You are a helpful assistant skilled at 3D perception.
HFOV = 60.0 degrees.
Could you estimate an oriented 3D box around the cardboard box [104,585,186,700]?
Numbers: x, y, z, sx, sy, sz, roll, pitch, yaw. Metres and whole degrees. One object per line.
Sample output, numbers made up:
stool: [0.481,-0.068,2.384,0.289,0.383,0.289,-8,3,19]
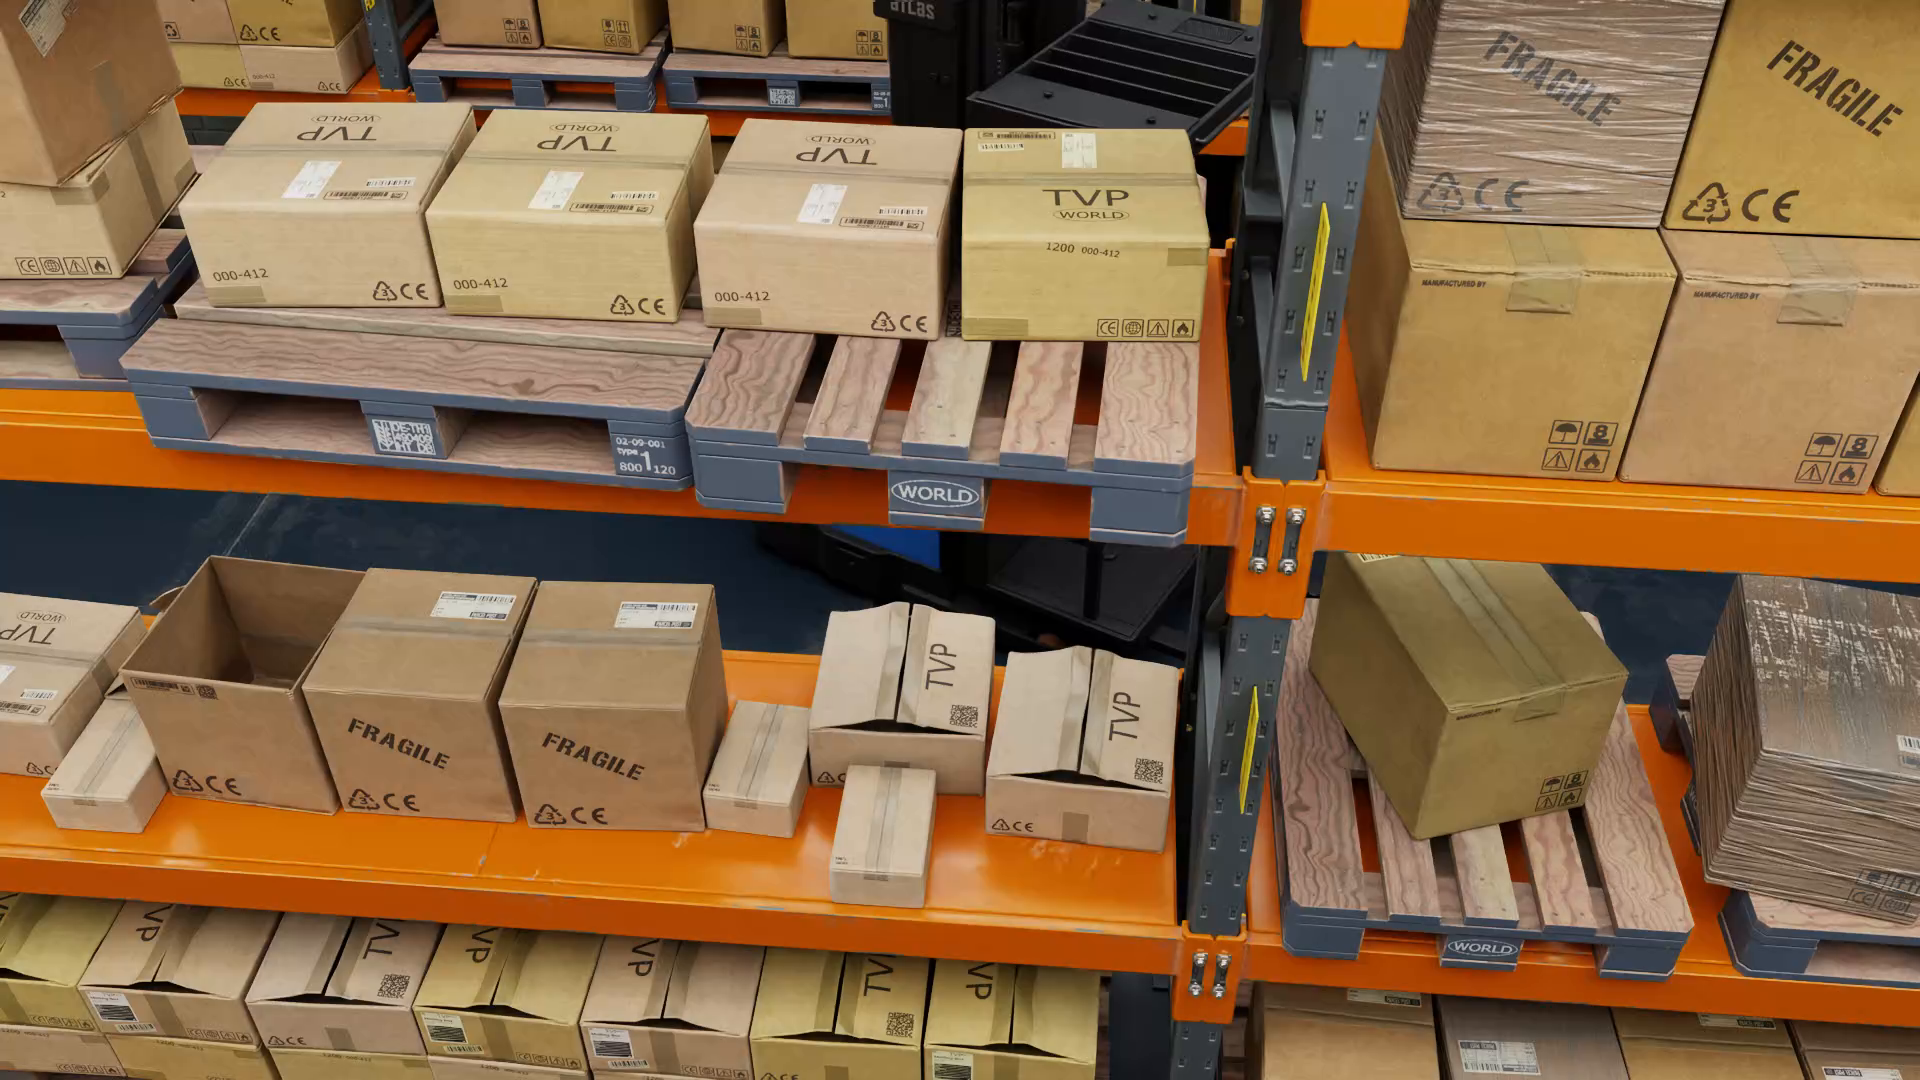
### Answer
cardboard box: [-2.380,0.356,5.043,0.258,0.266,0.396,2,39,3]

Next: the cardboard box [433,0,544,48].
cardboard box: [-2.344,-2.905,8.515,0.500,0.500,0.700,3,39,4]

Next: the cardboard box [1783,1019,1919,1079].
cardboard box: [2.684,1.673,4.950,0.500,0.500,0.500,2,39,2]

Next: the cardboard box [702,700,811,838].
cardboard box: [-0.562,0.652,4.771,0.250,0.149,0.380,6,40,7]

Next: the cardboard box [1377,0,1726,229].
cardboard box: [1.147,-0.973,3.322,0.500,0.500,0.500,3,39,4]

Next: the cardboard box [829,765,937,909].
cardboard box: [-0.207,0.811,4.576,0.250,0.149,0.380,3,39,4]

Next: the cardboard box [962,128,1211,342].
cardboard box: [0.256,-0.668,3.605,0.500,0.250,0.500,0,39,1]

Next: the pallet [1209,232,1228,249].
pallet: [1.916,-1.355,9.247,1.213,0.211,1.003,3,39,4]

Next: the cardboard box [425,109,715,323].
cardboard box: [-0.836,-0.724,3.673,0.500,0.250,0.500,2,39,3]

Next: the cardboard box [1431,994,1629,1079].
cardboard box: [1.664,1.617,5.018,0.500,0.500,0.500,2,39,2]

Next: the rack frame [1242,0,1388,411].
rack frame: [0.713,-1.738,2.756,0.127,3.000,1.000,3,39,4]

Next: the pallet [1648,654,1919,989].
pallet: [2.651,0.766,4.584,1.213,0.211,1.003,3,39,4]

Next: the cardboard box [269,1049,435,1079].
cardboard box: [-1.866,1.508,5.367,0.500,0.250,0.500,2,39,2]

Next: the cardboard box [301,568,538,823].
cardboard box: [-1.484,0.440,4.754,0.500,0.500,0.500,3,39,4]

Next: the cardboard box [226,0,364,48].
cardboard box: [-3.346,-2.816,8.343,0.500,0.500,0.500,3,39,4]

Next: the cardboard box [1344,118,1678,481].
cardboard box: [1.151,-0.610,3.669,0.500,0.500,0.910,3,39,4]

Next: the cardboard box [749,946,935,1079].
cardboard box: [-0.348,1.377,5.083,0.500,0.311,0.500,3,39,3]

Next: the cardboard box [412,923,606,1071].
cardboard box: [-1.350,1.319,5.154,0.500,0.311,0.500,4,39,5]

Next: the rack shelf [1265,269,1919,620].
rack shelf: [2.706,-0.186,3.797,4.000,0.370,1.077,3,39,4]

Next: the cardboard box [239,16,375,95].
cardboard box: [-3.346,-2.529,8.584,0.500,0.250,0.500,3,39,4]

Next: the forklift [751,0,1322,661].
forklift: [0.564,-0.897,6.531,3.031,2.935,1.130,21,44,24]

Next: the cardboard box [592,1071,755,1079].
cardboard box: [-0.846,1.562,5.300,0.500,0.250,0.500,4,39,5]

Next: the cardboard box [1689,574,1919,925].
cardboard box: [2.245,0.521,4.322,0.500,0.500,0.700,10,40,12]

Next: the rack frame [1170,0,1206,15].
rack frame: [1.137,-2.527,8.478,0.127,3.000,1.000,3,39,4]

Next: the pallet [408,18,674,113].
pallet: [-2.099,-2.537,8.643,1.213,0.211,1.003,3,39,4]

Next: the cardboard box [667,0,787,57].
cardboard box: [-1.129,-2.854,8.452,0.500,0.500,0.700,8,40,10]

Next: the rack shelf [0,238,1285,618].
rack shelf: [-1.279,-0.404,4.064,4.000,0.370,1.077,3,39,4]

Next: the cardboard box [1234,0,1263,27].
cardboard box: [1.599,-2.501,8.116,0.500,0.500,0.500,4,39,5]

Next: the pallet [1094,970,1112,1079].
pallet: [-0.103,1.601,5.616,1.213,0.211,1.003,3,39,4]

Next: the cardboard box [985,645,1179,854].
cardboard box: [0.355,0.576,4.736,0.500,0.311,0.500,5,39,7]

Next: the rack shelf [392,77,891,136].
rack shelf: [-0.856,-2.357,8.839,4.000,0.370,1.077,3,39,4]

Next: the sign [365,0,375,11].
sign: [-2.887,-2.739,8.053,0.005,0.325,0.100,3,39,4]

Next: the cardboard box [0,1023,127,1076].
cardboard box: [-2.891,1.453,5.435,0.500,0.250,0.500,2,39,3]

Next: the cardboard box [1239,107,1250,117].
cardboard box: [1.445,-2.273,8.350,0.250,0.149,0.380,3,39,3]

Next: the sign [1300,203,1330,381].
sign: [0.657,-0.457,3.087,0.005,0.325,0.100,3,39,4]

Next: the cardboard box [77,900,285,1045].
cardboard box: [-2.383,1.267,5.219,0.500,0.311,0.500,3,39,3]

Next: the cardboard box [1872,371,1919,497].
cardboard box: [2.177,-0.554,3.600,0.500,0.500,0.910,3,39,4]

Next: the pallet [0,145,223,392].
pallet: [-2.392,-0.678,3.982,1.217,0.209,0.805,2,39,2]

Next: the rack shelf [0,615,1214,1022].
rack shelf: [-1.279,0.759,5.011,4.000,0.370,1.077,3,39,4]

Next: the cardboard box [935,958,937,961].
cardboard box: [-0.284,1.253,5.681,0.500,0.250,0.500,2,39,3]

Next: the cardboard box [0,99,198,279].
cardboard box: [-2.111,-0.829,3.802,0.500,0.250,0.500,0,39,-1]

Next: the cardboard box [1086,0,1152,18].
cardboard box: [0.668,-2.755,8.331,0.500,0.500,0.700,-1,39,-1]

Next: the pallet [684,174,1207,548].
pallet: [0.030,-0.482,3.739,1.003,0.211,1.213,5,39,6]
